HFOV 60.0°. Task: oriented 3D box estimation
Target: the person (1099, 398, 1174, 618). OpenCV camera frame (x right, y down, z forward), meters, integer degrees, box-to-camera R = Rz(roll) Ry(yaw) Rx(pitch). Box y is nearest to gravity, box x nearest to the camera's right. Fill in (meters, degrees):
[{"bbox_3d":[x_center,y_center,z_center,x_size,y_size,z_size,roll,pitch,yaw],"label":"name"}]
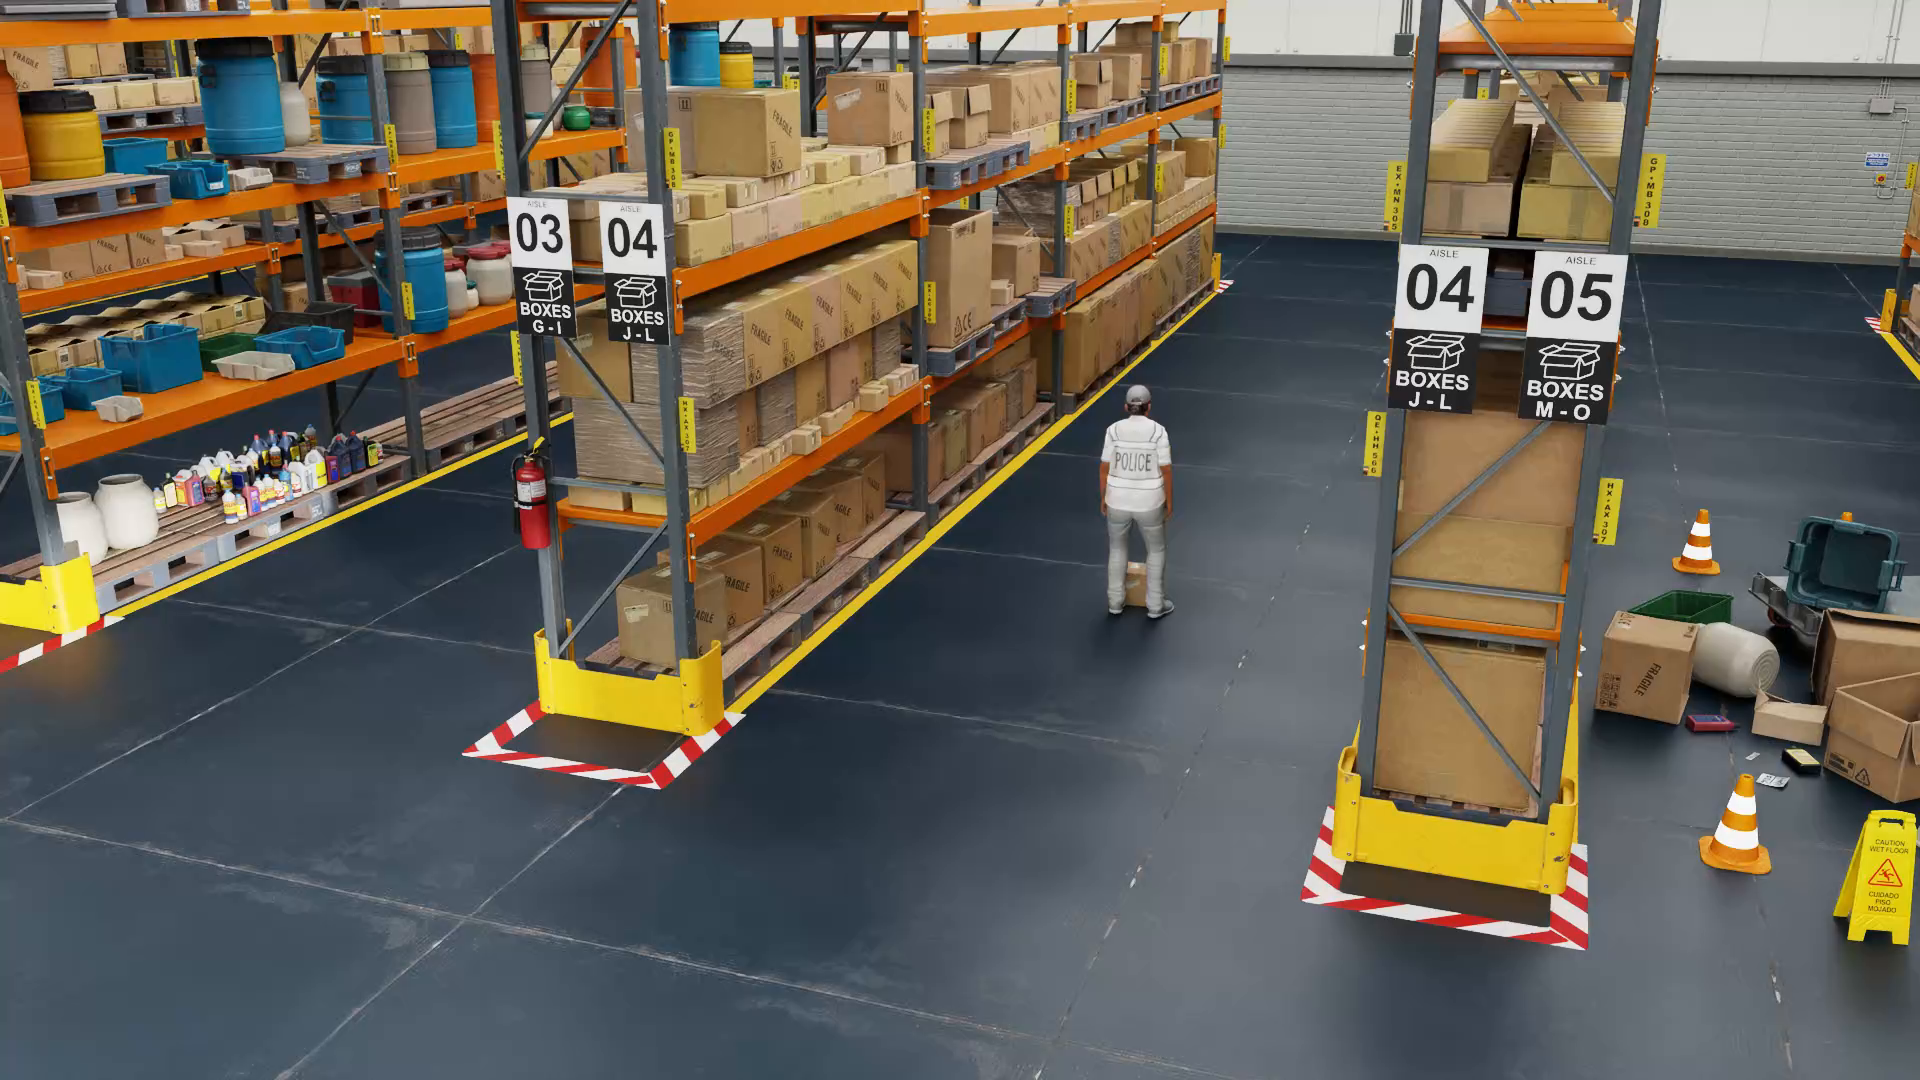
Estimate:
[{"bbox_3d":[1.261,-0.255,11.826,0.551,1.650,0.402,5,20,15],"label":"person"}]
